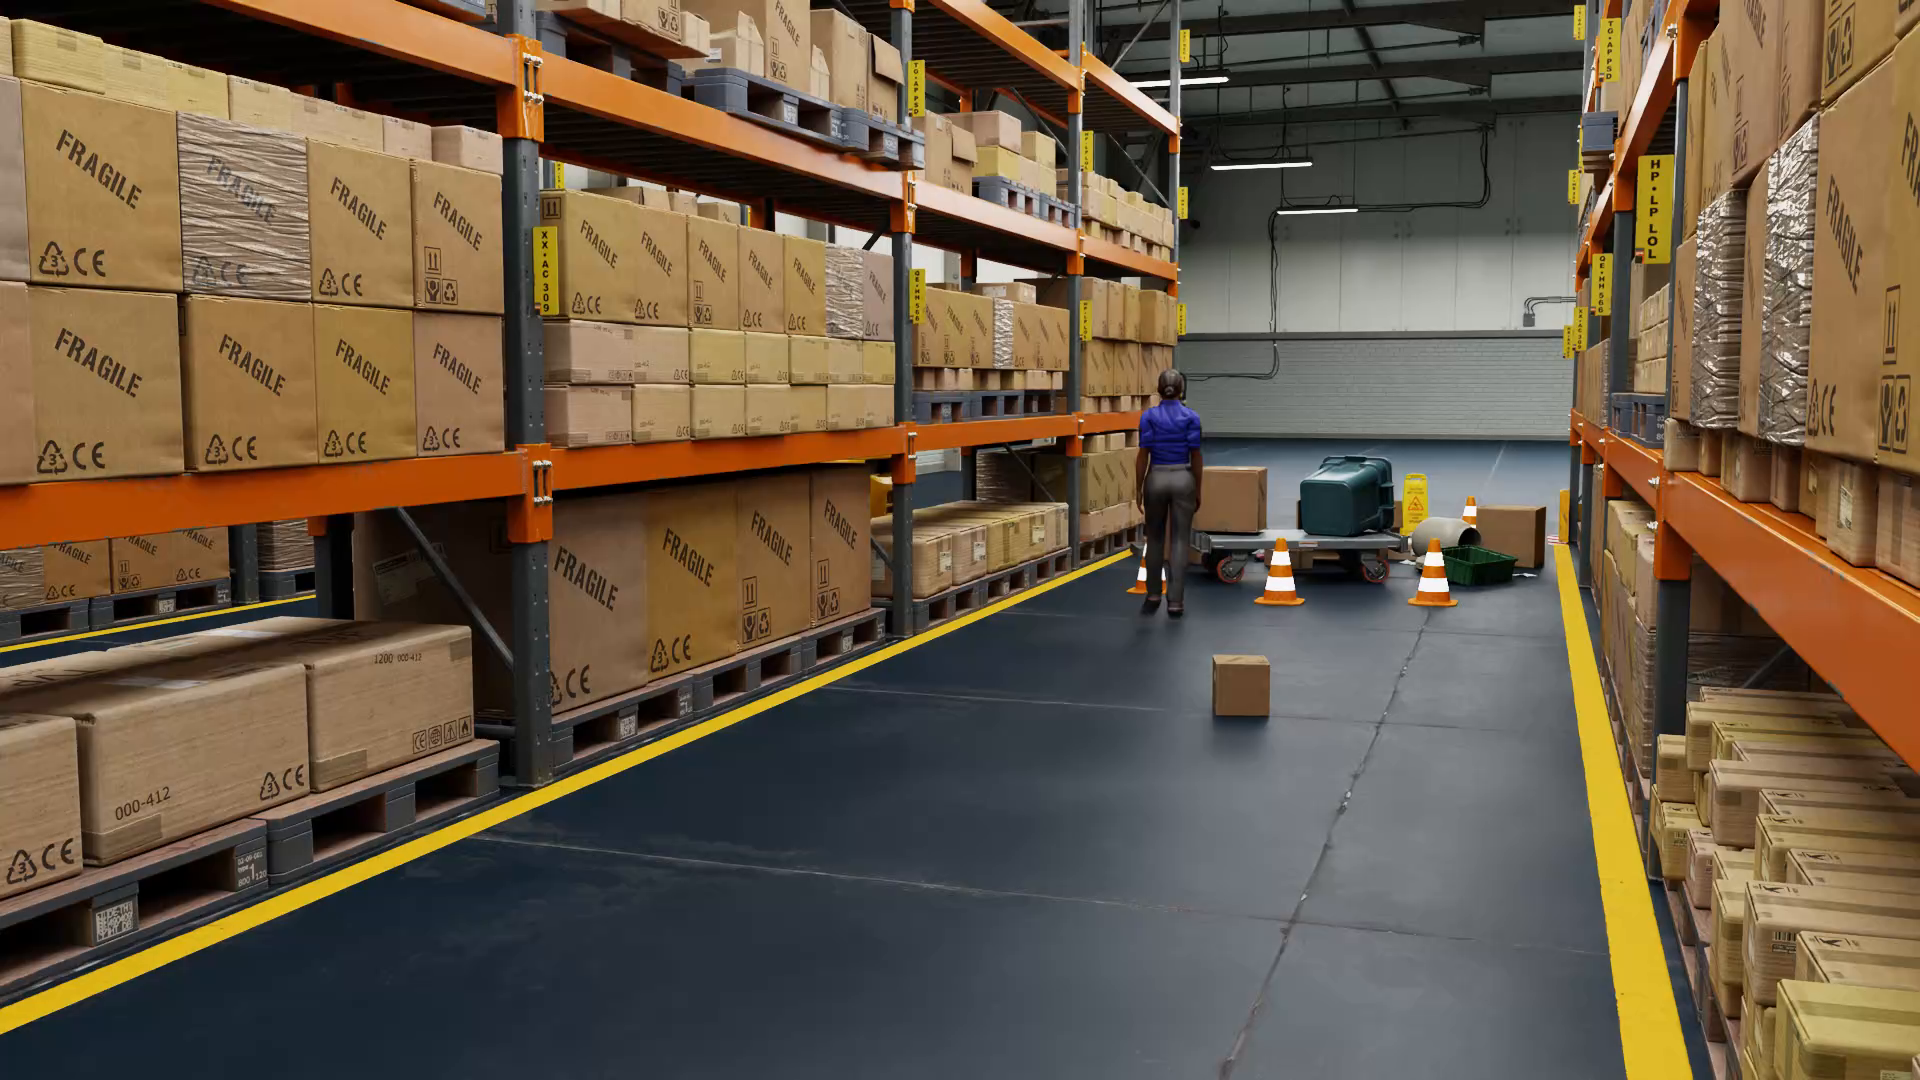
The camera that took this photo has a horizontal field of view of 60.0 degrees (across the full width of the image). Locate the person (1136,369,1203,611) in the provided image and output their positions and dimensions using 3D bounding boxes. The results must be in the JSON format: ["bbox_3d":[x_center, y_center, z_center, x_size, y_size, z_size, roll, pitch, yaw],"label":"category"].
[{"bbox_3d":[1.452,-0.351,11.449,0.448,1.645,0.714,1,5,12],"label":"person"}]
